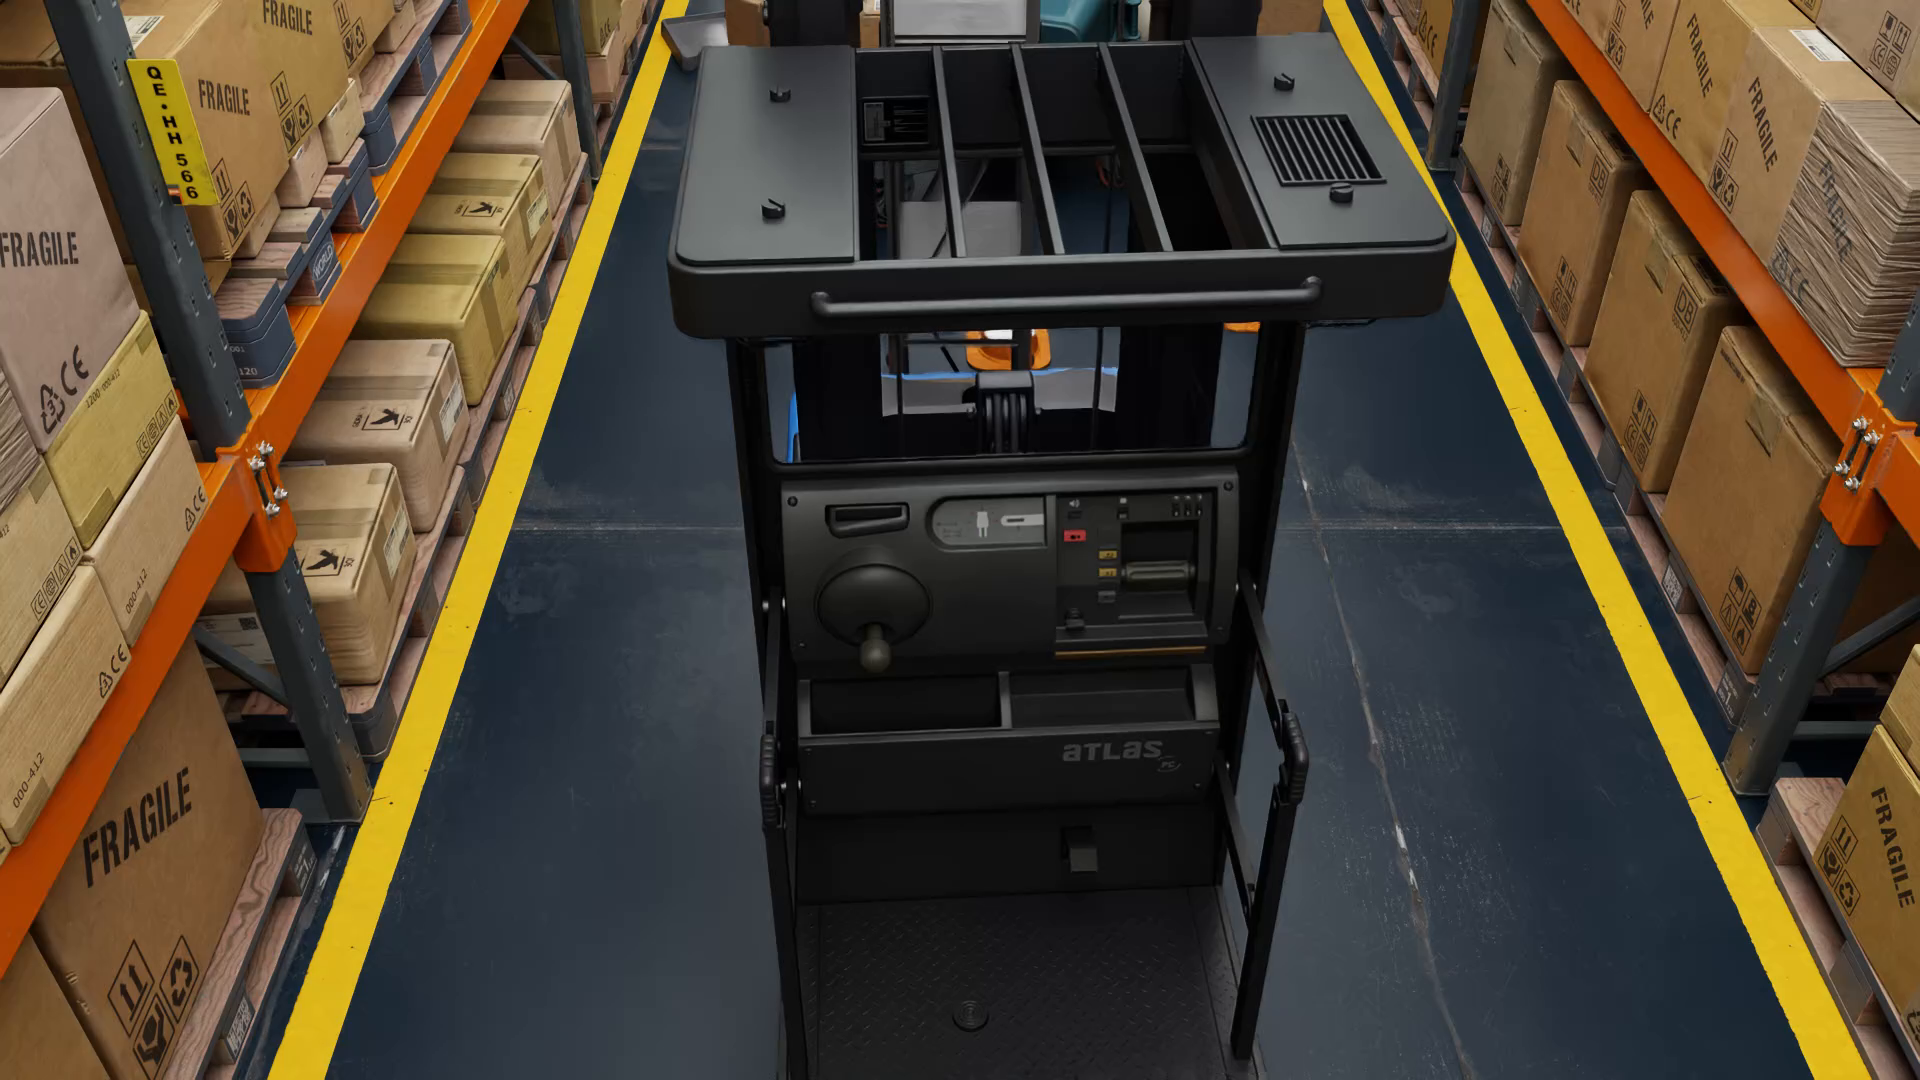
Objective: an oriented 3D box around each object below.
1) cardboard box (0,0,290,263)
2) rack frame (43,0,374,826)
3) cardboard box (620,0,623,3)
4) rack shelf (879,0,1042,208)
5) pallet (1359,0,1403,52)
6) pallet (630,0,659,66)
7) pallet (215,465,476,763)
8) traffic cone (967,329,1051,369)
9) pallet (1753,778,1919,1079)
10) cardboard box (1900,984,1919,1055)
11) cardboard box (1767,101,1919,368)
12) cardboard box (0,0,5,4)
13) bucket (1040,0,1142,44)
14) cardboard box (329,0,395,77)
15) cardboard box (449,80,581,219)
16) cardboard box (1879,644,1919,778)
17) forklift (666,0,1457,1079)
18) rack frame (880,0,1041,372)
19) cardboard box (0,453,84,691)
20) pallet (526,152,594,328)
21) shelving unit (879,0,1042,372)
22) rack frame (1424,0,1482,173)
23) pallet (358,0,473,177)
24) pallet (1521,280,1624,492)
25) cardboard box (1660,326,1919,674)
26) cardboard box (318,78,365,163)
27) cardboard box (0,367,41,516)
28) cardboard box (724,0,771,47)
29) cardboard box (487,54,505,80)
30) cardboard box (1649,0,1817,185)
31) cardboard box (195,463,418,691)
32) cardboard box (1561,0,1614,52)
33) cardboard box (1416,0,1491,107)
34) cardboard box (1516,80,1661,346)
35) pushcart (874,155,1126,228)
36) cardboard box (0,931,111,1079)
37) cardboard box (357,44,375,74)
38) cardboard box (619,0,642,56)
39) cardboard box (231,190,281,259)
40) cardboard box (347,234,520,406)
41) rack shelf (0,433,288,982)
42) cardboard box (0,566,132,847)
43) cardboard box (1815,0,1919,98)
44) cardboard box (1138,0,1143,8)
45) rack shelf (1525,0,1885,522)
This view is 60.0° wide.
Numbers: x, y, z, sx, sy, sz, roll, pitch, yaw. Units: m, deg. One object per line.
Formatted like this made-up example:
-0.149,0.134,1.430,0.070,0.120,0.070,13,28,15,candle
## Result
-1.972,-0.997,3.942,0.500,0.500,0.500,-1,39,-1,cardboard box
-2.203,-0.397,3.846,1.000,3.000,0.127,0,39,0,rack frame
-1.950,-2.985,8.340,0.500,0.500,0.500,1,39,2,cardboard box
0.000,-1.251,4.535,0.431,0.518,0.480,0,39,0,rack shelf
2.816,-3.117,9.471,1.003,0.211,1.213,0,39,0,pallet
-2.248,-2.995,9.318,1.003,0.211,1.213,0,39,0,pallet
-2.202,0.203,5.328,1.003,0.211,1.213,0,39,0,pallet
0.194,-0.953,6.569,0.336,0.463,0.334,0,39,0,traffic cone
2.747,1.114,4.192,1.003,0.211,1.213,0,39,0,pallet
2.497,1.105,3.635,0.500,0.500,0.500,0,39,0,cardboard box
2.478,-0.784,4.249,0.500,0.500,0.500,0,39,0,cardboard box
-2.481,-1.000,3.945,0.500,0.500,0.500,-1,39,-1,cardboard box
0.437,-2.364,7.703,0.726,0.611,0.620,13,50,15,bucket
-1.987,-1.655,4.763,0.500,0.500,0.500,1,39,1,cardboard box
-2.204,-1.708,7.249,0.950,0.372,0.625,0,39,1,cardboard box
2.506,0.487,3.807,0.500,0.250,0.500,-2,39,-2,cardboard box
0.121,0.136,3.236,1.130,2.935,3.031,-2,39,-3,forklift
0.000,-0.563,4.774,0.400,2.100,0.015,0,39,0,rack frame
-1.944,0.090,2.959,0.500,0.250,0.500,-1,39,-1,cardboard box
-2.205,-1.323,7.232,1.003,0.211,1.213,0,39,0,pallet
0.000,-0.716,4.964,0.431,2.100,0.503,0,39,0,shelving unit
2.743,-2.965,7.051,1.000,3.000,0.127,0,39,0,rack frame
-2.246,-1.560,5.451,1.003,0.211,1.213,0,39,0,pallet
2.823,-0.629,6.366,1.003,0.211,1.213,0,39,0,pallet
2.836,-0.130,4.977,1.050,0.750,0.750,-1,39,-1,cardboard box
-1.918,-1.186,4.696,0.380,0.149,0.250,0,39,0,cardboard box
-1.932,-0.182,2.699,0.500,0.500,0.500,1,39,1,cardboard box
-0.848,-2.595,8.586,0.500,0.500,0.500,28,46,30,cardboard box
-2.477,-2.358,8.157,0.500,0.250,0.500,2,39,2,cardboard box
2.478,-1.408,5.029,0.500,0.500,0.500,-1,39,-1,cardboard box
-2.193,0.112,4.977,0.950,0.372,0.625,-2,39,-3,cardboard box
2.473,-2.046,5.825,0.500,0.500,0.500,0,39,0,cardboard box
2.812,-2.693,8.075,0.875,0.875,0.875,1,39,1,cardboard box
2.831,-1.259,6.386,1.050,0.750,0.750,0,39,0,cardboard box
0.073,-1.908,7.829,1.648,0.377,0.936,-13,40,-16,pushcart
-2.288,1.258,3.144,0.875,0.875,0.875,0,39,1,cardboard box
-2.035,-1.513,5.104,0.380,0.149,0.250,1,39,2,cardboard box
-1.950,-2.692,8.573,0.500,0.250,0.500,2,39,3,cardboard box
-1.984,-0.843,4.268,0.380,0.149,0.250,-2,39,-3,cardboard box
-2.197,-0.824,6.145,0.950,0.372,0.625,1,39,1,cardboard box
-2.200,1.135,2.510,1.077,0.370,4.000,0,39,0,rack shelf
-1.926,0.298,3.100,0.500,0.250,0.500,1,39,1,cardboard box
2.755,-1.489,4.331,0.700,0.500,0.500,-1,39,-1,cardboard box
0.899,-2.971,9.245,0.396,0.266,0.258,6,39,8,cardboard box
2.745,-1.433,5.715,1.077,0.370,4.000,0,39,0,rack shelf
